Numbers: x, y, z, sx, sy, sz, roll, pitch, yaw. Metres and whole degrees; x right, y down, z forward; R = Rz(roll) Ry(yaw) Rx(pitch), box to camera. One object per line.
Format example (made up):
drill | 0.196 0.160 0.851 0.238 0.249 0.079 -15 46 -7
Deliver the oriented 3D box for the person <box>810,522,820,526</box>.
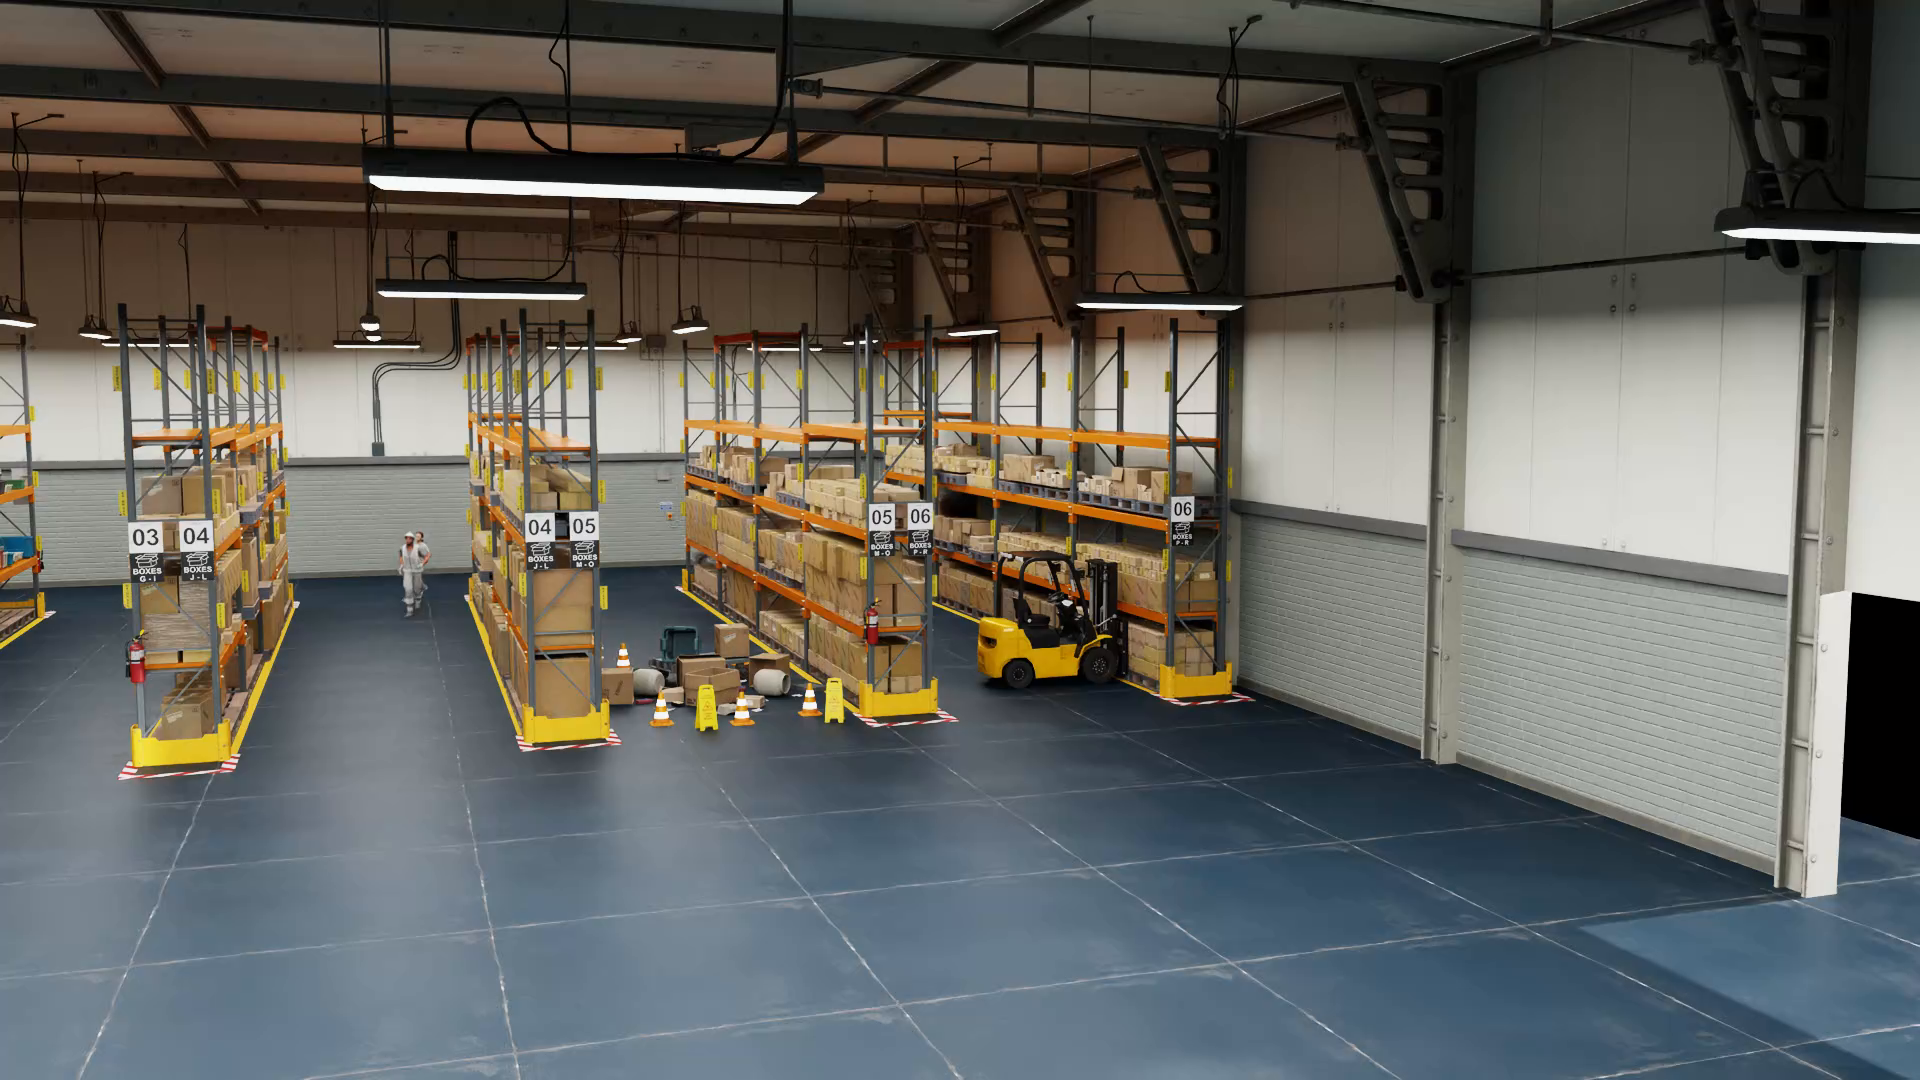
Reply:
person | -3.389 0.259 37.552 0.703 1.824 0.890 -2 6 -19

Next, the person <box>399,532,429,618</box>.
person | -11.727 0.722 35.715 0.648 1.801 0.872 -1 5 -8

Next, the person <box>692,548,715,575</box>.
person | -6.443 0.178 41.360 0.930 1.757 0.748 1 5 6

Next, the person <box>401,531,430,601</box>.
person | -12.450 0.594 38.322 0.623 1.623 0.696 3 6 25
